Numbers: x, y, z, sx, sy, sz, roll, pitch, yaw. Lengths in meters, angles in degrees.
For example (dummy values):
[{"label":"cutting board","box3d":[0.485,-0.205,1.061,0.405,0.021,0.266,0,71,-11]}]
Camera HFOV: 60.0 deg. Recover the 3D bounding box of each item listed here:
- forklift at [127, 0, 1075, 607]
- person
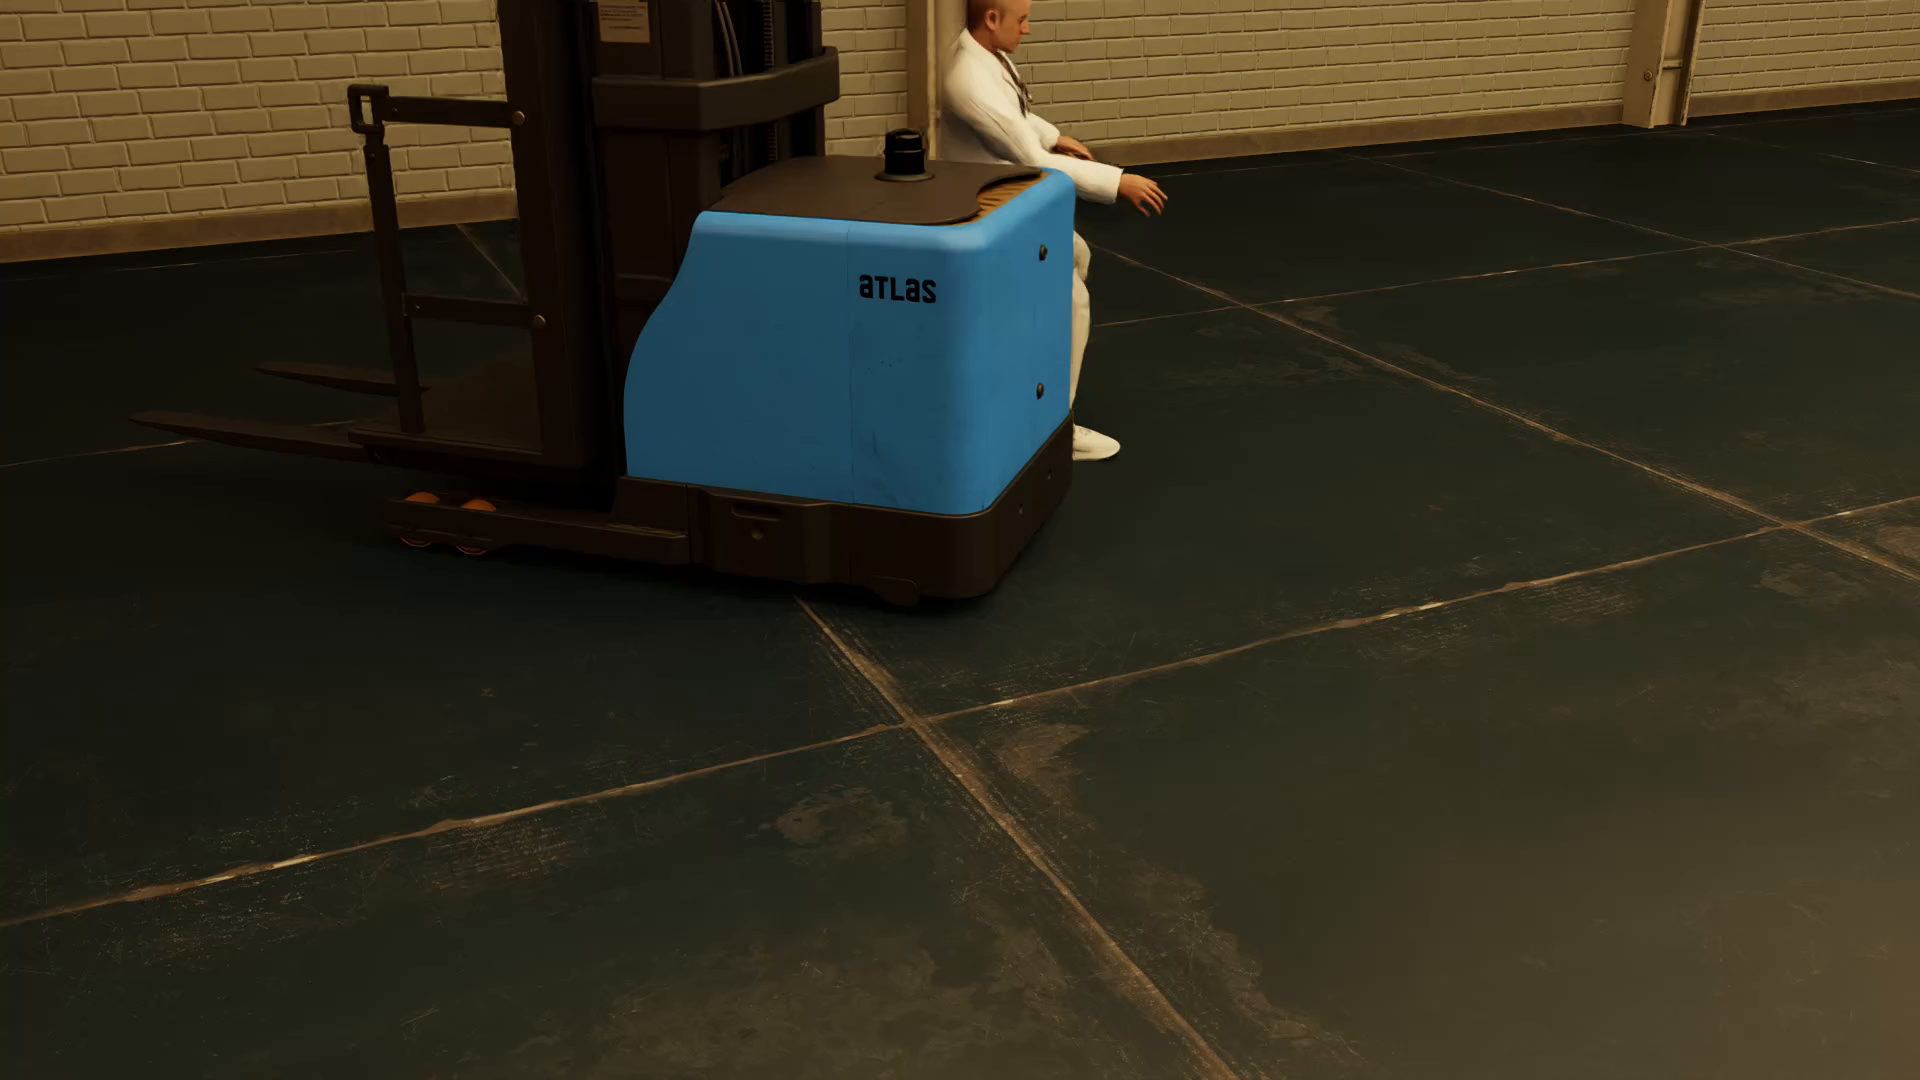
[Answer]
[{"label":"forklift","box3d":[-1.215,-1.489,4.871,3.031,2.935,1.130,7,24,17]},{"label":"person","box3d":[0.314,-1.171,5.862,0.768,1.586,0.871,0,23,0]}]
